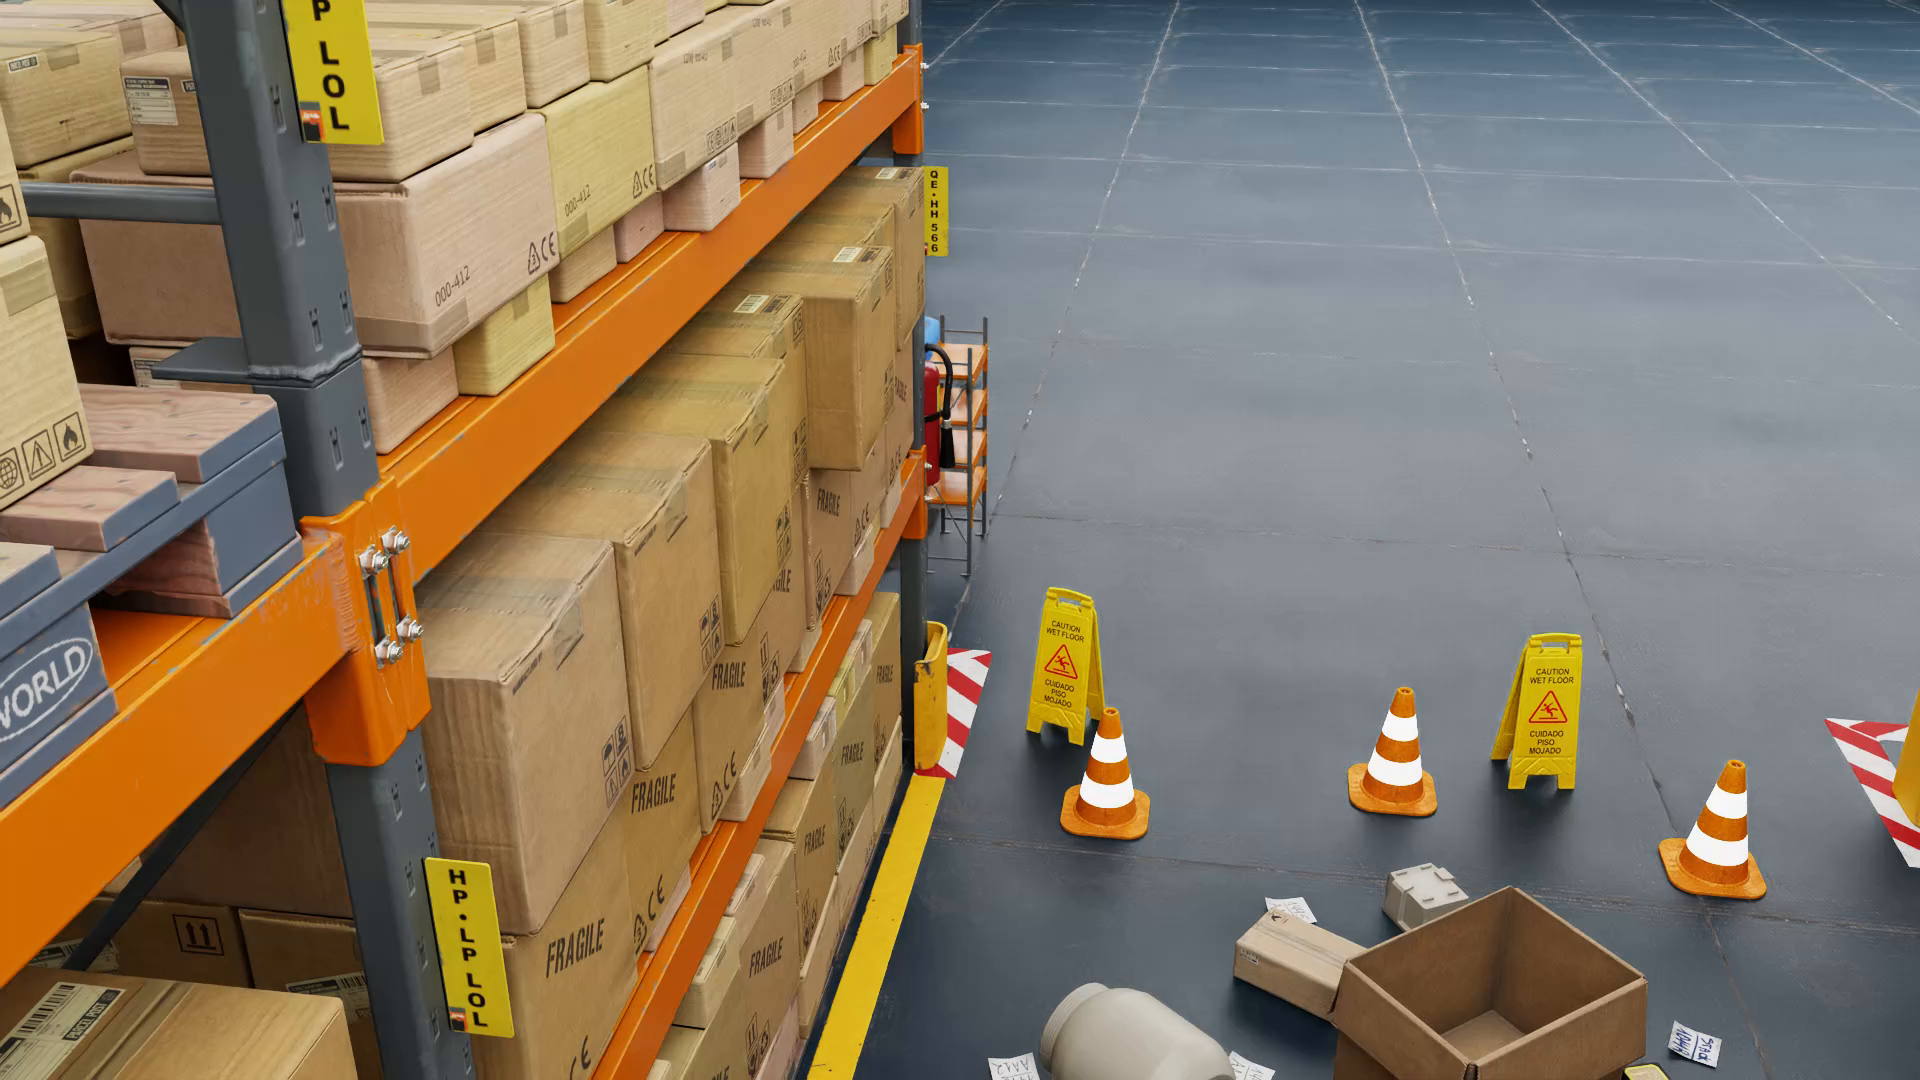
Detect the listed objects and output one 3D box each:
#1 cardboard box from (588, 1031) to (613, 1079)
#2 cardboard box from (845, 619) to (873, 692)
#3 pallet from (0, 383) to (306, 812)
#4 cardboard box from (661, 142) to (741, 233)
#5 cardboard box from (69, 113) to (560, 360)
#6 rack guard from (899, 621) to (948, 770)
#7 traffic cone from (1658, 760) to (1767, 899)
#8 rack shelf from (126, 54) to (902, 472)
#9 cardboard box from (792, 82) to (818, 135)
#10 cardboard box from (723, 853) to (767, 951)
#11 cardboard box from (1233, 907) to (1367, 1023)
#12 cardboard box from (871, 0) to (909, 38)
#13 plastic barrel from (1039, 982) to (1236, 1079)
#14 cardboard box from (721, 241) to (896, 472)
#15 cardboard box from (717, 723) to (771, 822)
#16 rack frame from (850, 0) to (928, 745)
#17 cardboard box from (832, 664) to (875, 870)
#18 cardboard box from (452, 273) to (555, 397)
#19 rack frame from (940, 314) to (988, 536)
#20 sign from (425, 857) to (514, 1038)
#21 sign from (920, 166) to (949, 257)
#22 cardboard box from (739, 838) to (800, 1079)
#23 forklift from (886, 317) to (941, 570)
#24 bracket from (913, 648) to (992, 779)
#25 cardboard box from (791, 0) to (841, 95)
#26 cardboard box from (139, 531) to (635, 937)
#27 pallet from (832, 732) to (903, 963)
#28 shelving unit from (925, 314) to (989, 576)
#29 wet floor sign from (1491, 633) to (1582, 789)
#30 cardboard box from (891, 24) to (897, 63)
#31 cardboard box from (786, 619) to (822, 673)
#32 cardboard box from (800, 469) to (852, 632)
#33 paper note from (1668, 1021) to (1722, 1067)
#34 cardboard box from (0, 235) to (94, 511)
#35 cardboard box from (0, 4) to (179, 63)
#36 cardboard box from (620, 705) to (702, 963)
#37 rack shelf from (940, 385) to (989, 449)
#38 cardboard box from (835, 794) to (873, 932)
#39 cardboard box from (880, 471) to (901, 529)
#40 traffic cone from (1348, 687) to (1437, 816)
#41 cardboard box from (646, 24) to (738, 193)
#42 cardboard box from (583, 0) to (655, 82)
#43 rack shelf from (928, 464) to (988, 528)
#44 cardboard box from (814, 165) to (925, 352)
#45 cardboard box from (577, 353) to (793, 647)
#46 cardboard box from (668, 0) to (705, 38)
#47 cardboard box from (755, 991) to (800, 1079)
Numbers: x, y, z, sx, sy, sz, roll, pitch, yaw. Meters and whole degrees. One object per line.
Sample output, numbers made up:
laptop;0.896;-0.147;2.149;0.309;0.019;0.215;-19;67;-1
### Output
cardboard box;-0.932;1.003;3.364;0.380;0.149;0.250;5;26;10
cardboard box;-0.503;0.368;5.523;0.380;0.149;0.250;5;26;10
pallet;-1.496;0.086;1.712;1.213;0.211;1.003;4;25;9
cardboard box;-0.699;-0.783;3.642;0.380;0.149;0.250;4;25;7
cardboard box;-0.948;-0.482;2.529;0.500;0.250;0.500;3;25;7
rack guard;-0.648;0.599;6.880;1.175;0.500;0.348;4;25;9
traffic cone;2.776;1.009;6.049;0.336;0.463;0.334;4;25;9
rack shelf;-0.963;-0.849;4.106;0.919;0.124;3.809;4;25;9
cardboard box;-0.605;-1.217;4.569;0.380;0.149;0.250;4;25;8
cardboard box;-0.724;0.926;4.332;0.380;0.149;0.250;5;26;12
cardboard box;1.143;1.414;5.553;0.380;0.149;0.250;19;31;35
cardboard box;-0.454;-1.757;5.254;0.500;0.250;0.500;4;25;8
plastic barrel;0.520;1.571;4.894;0.421;0.421;0.512;-20;32;-36
cardboard box;-0.576;-0.537;4.711;0.700;0.500;0.500;4;25;8
cardboard box;-0.703;0.578;4.273;0.380;0.149;0.250;4;25;9
rack frame;-0.636;-0.565;6.418;1.000;3.000;0.127;4;25;9
cardboard box;-0.592;0.723;5.532;0.500;0.500;0.500;5;26;10
cardboard box;-0.896;-0.355;2.729;0.380;0.149;0.250;4;25;9
rack frame;0.019;-0.576;8.565;0.240;1.200;0.015;4;25;9
sign;-0.741;0.621;2.519;0.100;0.325;0.005;4;25;9
sign;-3.740;-0.998;2.291;6.174;3.135;7.992;4;25;9
cardboard box;-0.765;1.154;4.609;0.500;0.500;0.500;5;26;11
forklift;-1.639;-1.431;8.350;3.031;2.935;1.130;4;25;9
bracket;-0.604;0.689;7.278;1.378;0.001;1.079;4;25;9
cardboard box;-0.617;-1.330;4.340;0.500;0.250;0.500;5;25;10
cardboard box;-1.004;0.307;2.909;0.700;0.500;0.500;4;25;8
pallet;-0.816;1.067;6.220;1.003;0.211;1.213;4;25;9
shelving unit;-0.021;-0.474;8.347;0.258;1.200;0.503;4;25;9
wet floor sign;2.315;0.653;6.594;0.267;0.644;0.232;0;25;-1
cardboard box;-0.418;-1.641;5.475;0.380;0.149;0.250;4;25;9
cardboard box;-0.626;0.260;4.952;0.380;0.149;0.250;4;25;8
cardboard box;-0.624;-0.080;4.915;0.500;0.500;0.500;4;25;8
paper note;2.340;1.602;5.293;0.144;0.017;0.142;13;28;26
cardboard box;-1.242;-0.118;1.607;0.500;0.250;0.500;4;25;7
cardboard box;-1.486;-0.759;2.651;0.380;0.149;0.250;3;25;7
cardboard box;-0.884;0.552;3.563;0.500;0.500;0.500;4;25;8
rack shelf;-0.021;-0.616;8.280;0.258;0.148;0.480;4;25;9
cardboard box;-0.595;1.063;5.688;0.500;0.250;0.500;4;25;9
cardboard box;-0.418;-0.166;5.863;0.380;0.149;0.250;4;25;8
traffic cone;1.717;0.788;6.520;0.336;0.463;0.334;4;25;9
cardboard box;-0.778;-0.907;3.437;0.500;0.250;0.500;4;25;9
cardboard box;-0.781;-0.935;3.027;0.380;0.149;0.250;4;25;8
rack shelf;-0.021;-0.233;8.459;0.258;0.148;0.480;4;25;9
cardboard box;-0.504;-0.969;5.633;0.700;0.500;0.500;3;25;7
cardboard box;-0.790;-0.114;3.806;0.700;0.500;0.500;3;25;7
cardboard box;-0.757;-1.155;3.497;0.380;0.149;0.250;4;25;8
cardboard box;-0.767;1.489;4.778;0.500;0.250;0.500;4;25;8
